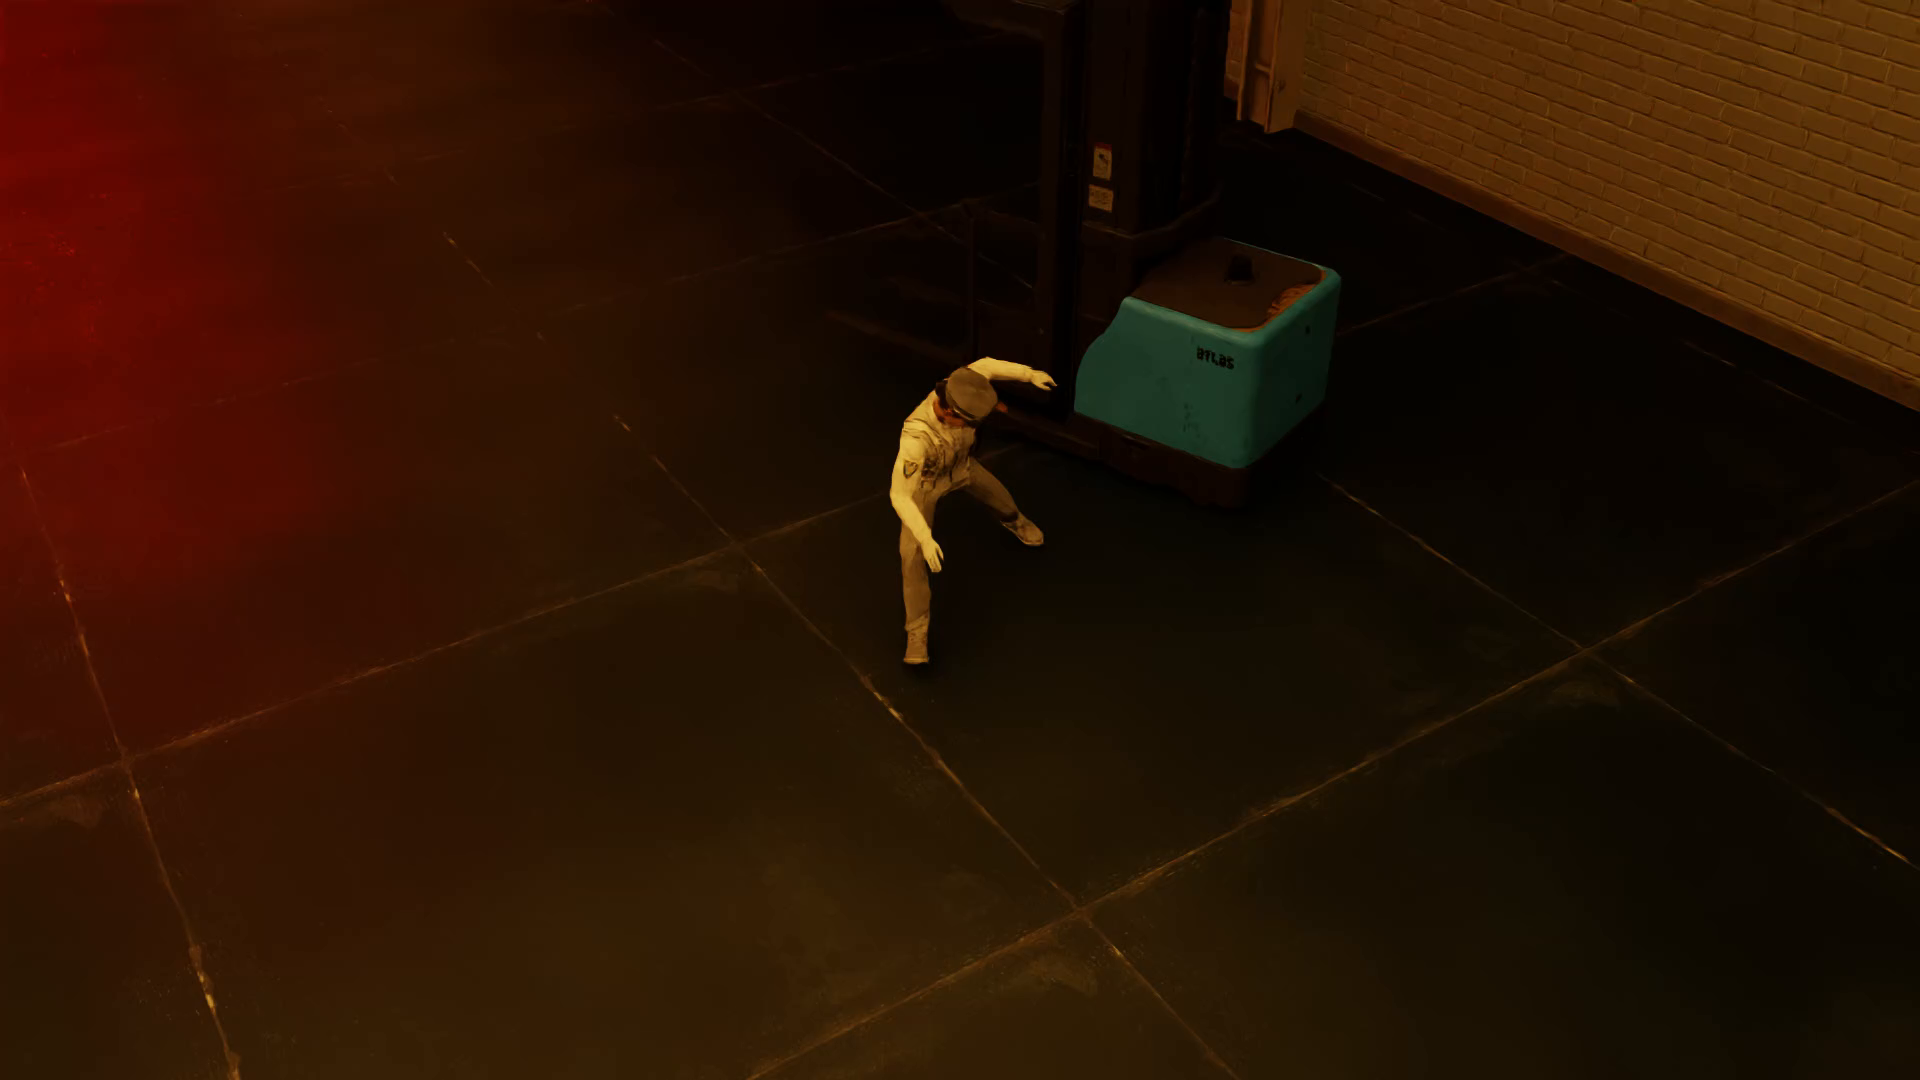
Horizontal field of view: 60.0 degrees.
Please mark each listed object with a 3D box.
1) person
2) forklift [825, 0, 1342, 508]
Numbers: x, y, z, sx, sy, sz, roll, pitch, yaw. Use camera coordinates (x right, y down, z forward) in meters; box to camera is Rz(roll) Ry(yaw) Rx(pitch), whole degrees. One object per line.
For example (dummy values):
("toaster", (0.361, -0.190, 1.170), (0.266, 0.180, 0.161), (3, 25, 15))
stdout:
("person", (0.042, -0.272, 7.886), (1.232, 1.393, 0.727), (-25, 42, -31))
("forklift", (0.573, -2.048, 9.062), (3.031, 2.935, 1.130), (23, 41, 29))
